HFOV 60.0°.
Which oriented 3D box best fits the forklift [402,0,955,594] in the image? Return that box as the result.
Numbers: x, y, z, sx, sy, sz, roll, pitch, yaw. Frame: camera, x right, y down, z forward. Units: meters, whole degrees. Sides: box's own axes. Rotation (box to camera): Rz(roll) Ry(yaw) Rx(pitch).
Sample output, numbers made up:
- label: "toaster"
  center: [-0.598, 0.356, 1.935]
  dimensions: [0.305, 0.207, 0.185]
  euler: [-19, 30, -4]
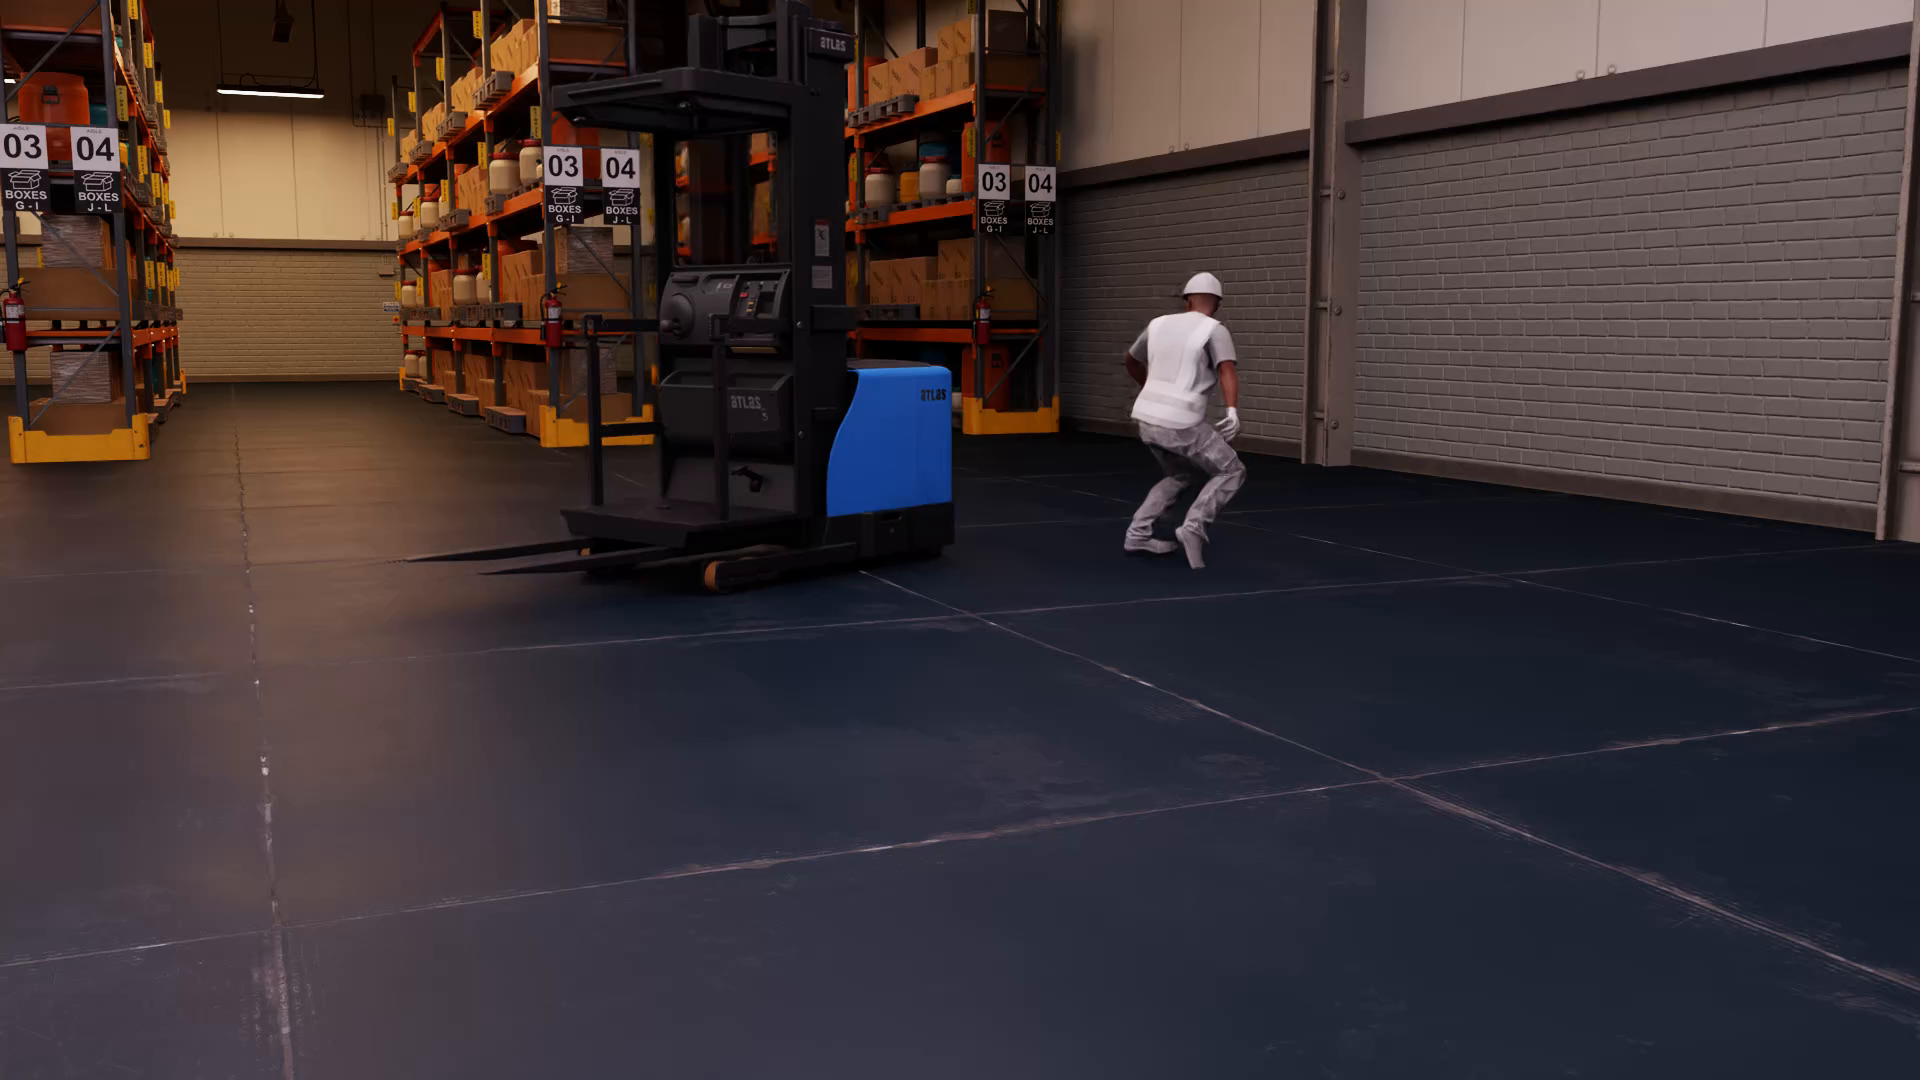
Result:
- label: "forklift"
  center: [-1.369, -1.263, 8.520]
  dimensions: [1.130, 2.935, 3.031]
  euler: [6, 10, 40]

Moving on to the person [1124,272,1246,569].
- label: "person"
  center: [1.267, -0.644, 9.189]
  dimensions: [0.518, 1.659, 1.044]
  euler: [-5, 9, -32]
